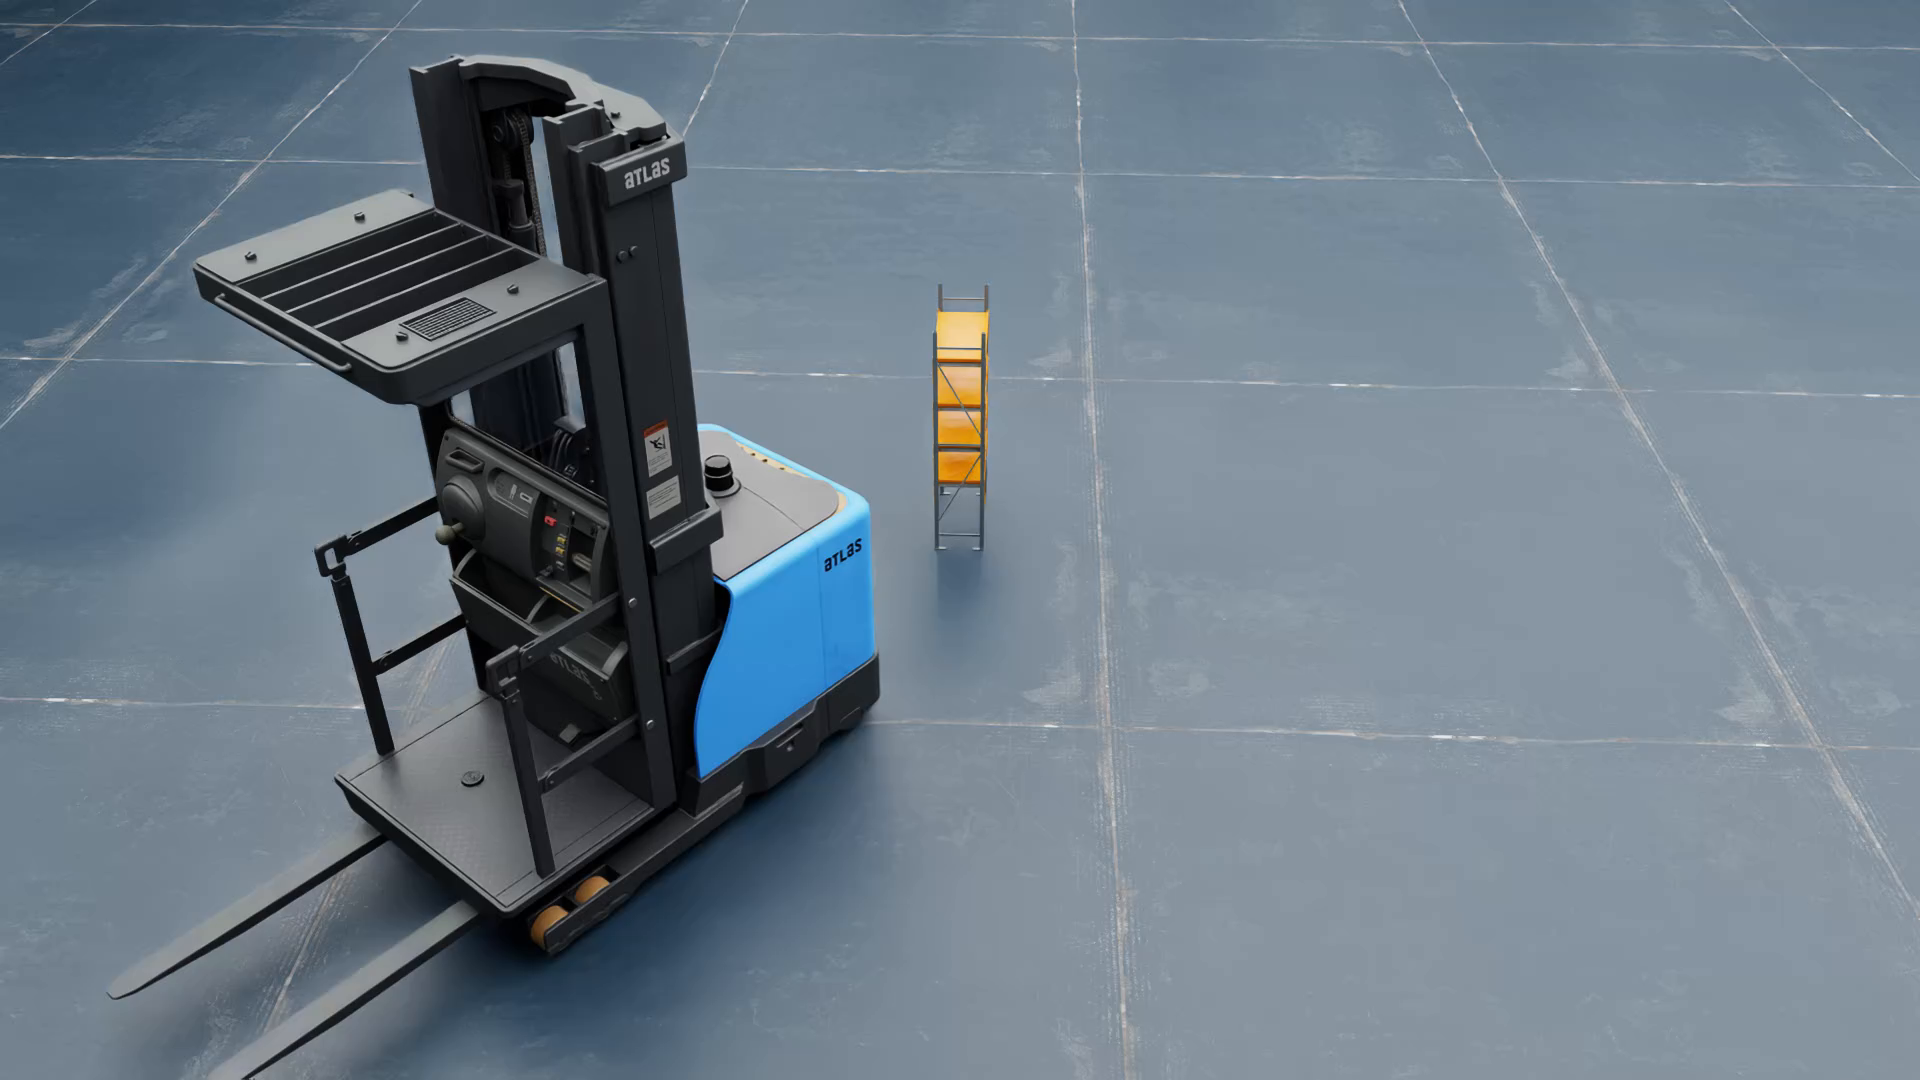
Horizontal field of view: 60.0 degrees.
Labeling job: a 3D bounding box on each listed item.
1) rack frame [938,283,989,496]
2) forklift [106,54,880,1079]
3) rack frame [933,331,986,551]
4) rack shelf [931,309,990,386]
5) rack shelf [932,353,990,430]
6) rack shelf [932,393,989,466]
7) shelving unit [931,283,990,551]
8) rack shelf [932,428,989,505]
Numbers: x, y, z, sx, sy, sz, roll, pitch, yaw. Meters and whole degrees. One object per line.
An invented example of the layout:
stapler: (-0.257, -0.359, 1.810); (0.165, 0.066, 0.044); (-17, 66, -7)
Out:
rack frame: (0.016, -0.726, 8.240); (0.240, 1.200, 0.015); (1, 35, 2)
forklift: (-1.682, -0.017, 5.726); (1.130, 2.935, 3.031); (26, 43, 32)
rack frame: (-0.003, -0.446, 7.841); (0.240, 1.200, 0.015); (1, 35, 2)
rack shelf: (0.007, -0.908, 7.814); (0.258, 0.148, 0.480); (1, 35, 2)
rack shelf: (0.007, -0.714, 7.950); (0.258, 0.148, 0.480); (1, 35, 2)
rack shelf: (0.007, -0.531, 8.079); (0.258, 0.148, 0.480); (1, 35, 2)
shelving unit: (0.007, -0.586, 8.040); (0.258, 1.200, 0.503); (1, 35, 2)
rack shelf: (0.007, -0.369, 8.193); (0.258, 0.148, 0.480); (1, 35, 2)
